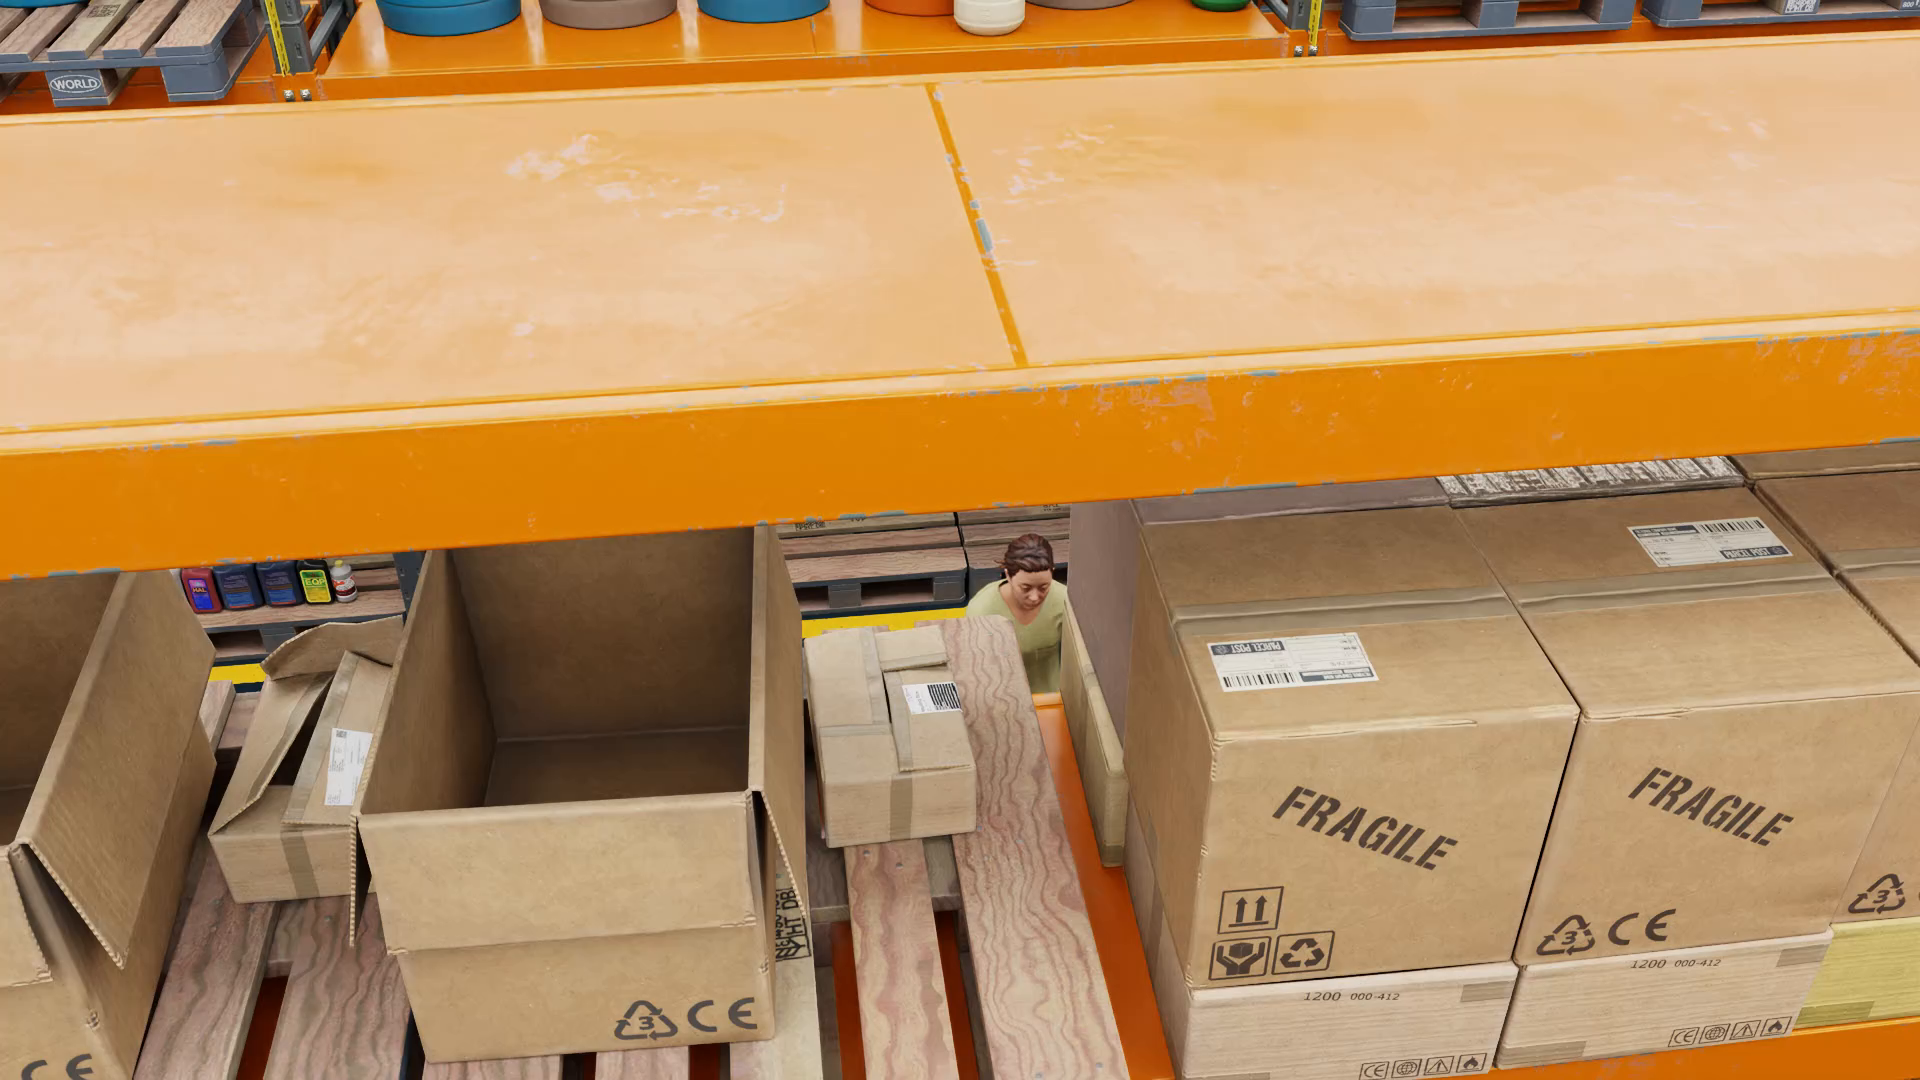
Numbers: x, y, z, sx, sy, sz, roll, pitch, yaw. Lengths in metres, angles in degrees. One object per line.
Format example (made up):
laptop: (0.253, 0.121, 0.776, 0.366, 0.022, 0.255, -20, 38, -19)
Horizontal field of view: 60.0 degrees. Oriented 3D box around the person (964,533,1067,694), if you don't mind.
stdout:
person: (0.228, 0.669, 6.317, 0.497, 1.672, 0.409, -4, 35, -6)
